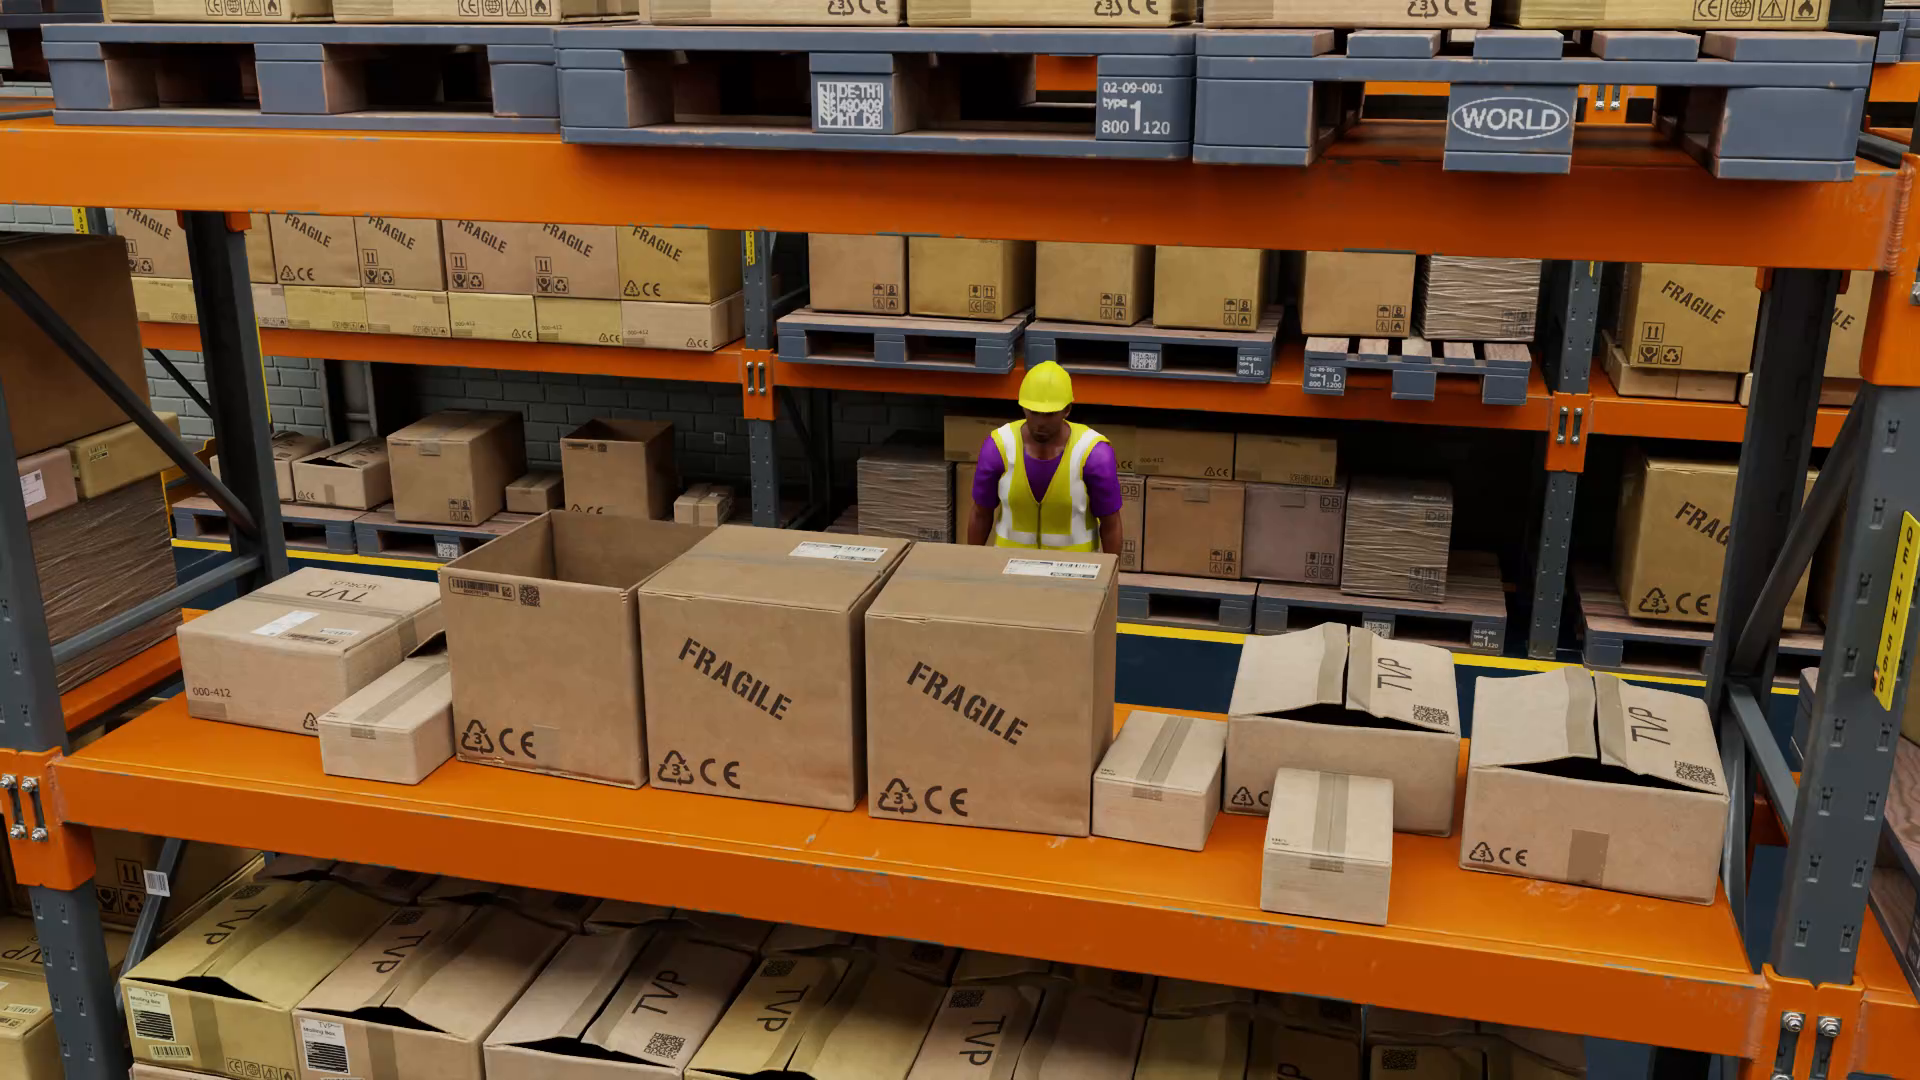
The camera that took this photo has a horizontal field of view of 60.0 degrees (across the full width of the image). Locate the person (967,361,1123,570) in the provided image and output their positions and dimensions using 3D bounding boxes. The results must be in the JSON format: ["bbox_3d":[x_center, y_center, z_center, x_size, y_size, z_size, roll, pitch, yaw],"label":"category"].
[{"bbox_3d":[0.321,0.148,6.577,0.627,1.760,0.460,5,19,14],"label":"person"}]
